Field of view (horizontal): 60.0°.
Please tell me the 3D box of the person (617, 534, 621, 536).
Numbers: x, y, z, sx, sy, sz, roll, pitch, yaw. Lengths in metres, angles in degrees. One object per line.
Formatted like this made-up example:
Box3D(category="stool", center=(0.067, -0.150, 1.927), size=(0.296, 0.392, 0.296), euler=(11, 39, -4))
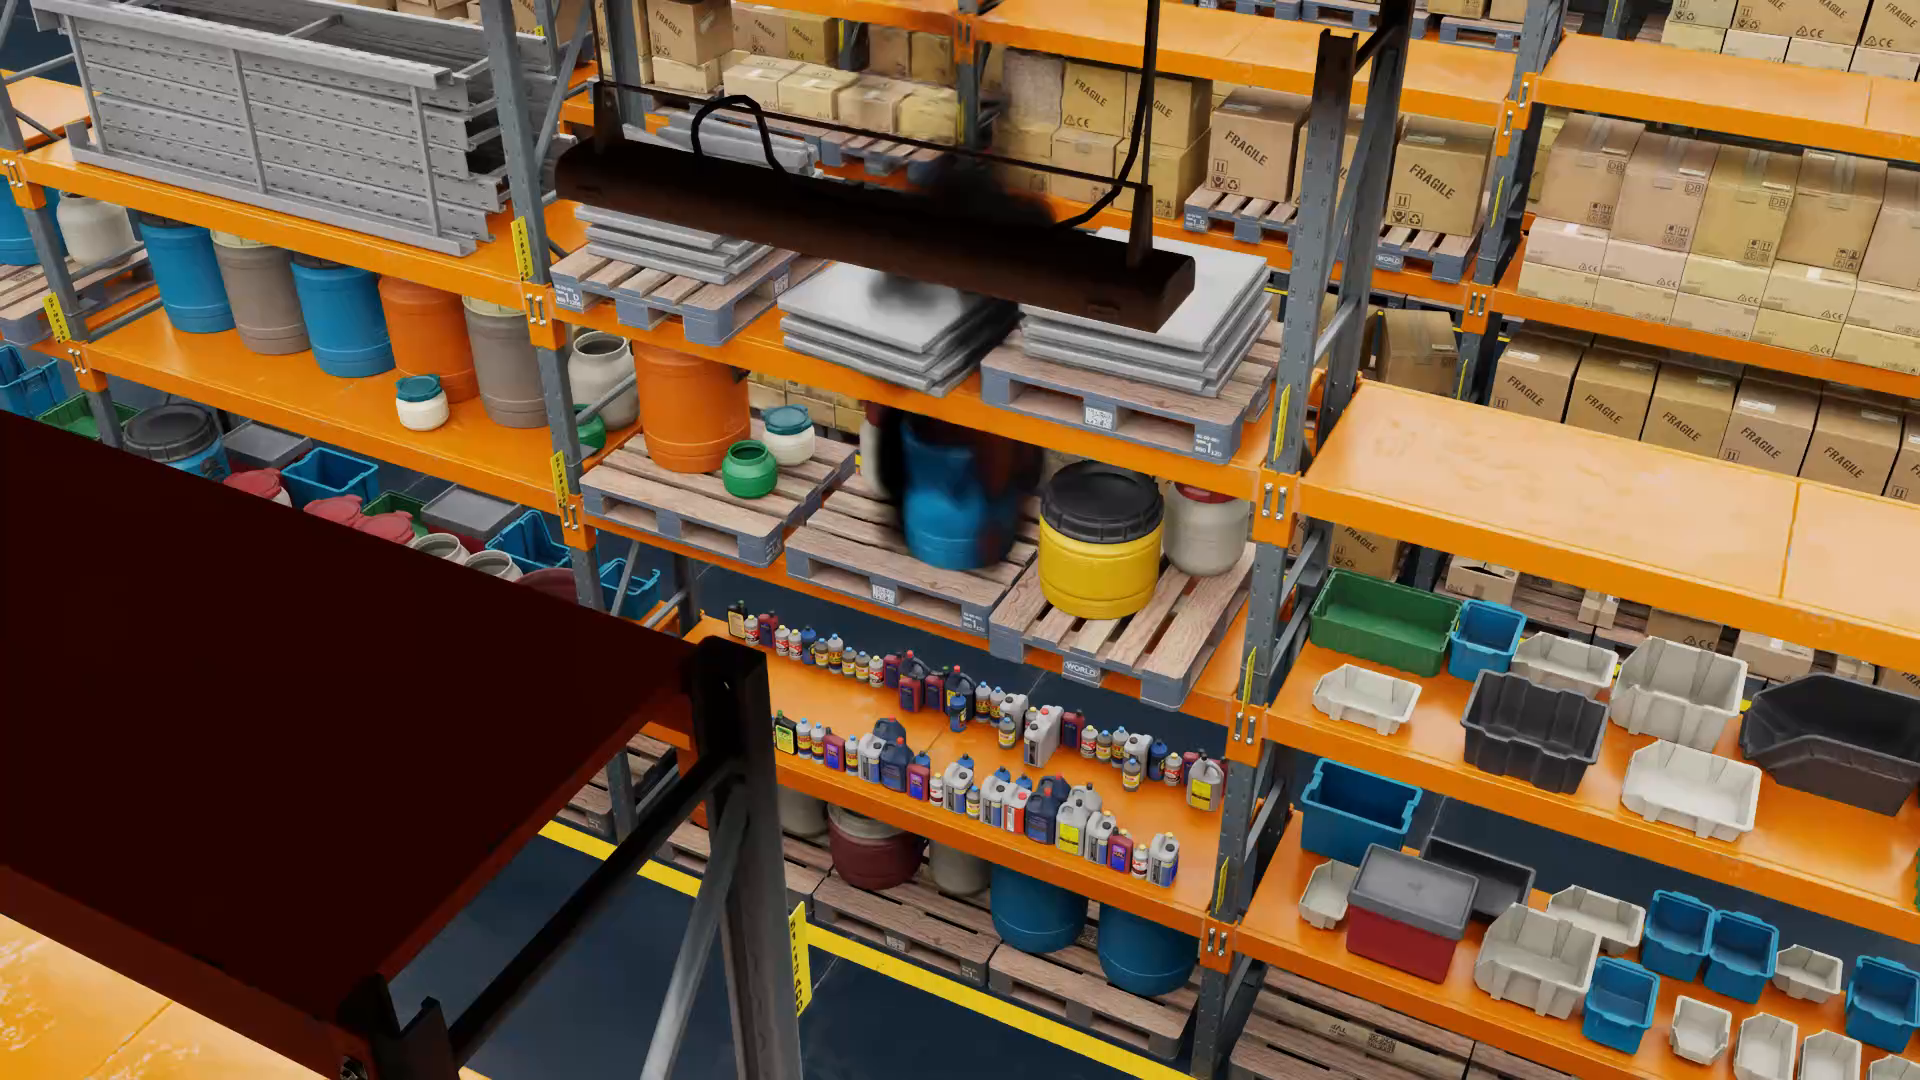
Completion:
Box3D(category="person", center=(-2.491, -0.820, 13.543), size=(0.797, 1.787, 0.644), euler=(6, 36, 9))
